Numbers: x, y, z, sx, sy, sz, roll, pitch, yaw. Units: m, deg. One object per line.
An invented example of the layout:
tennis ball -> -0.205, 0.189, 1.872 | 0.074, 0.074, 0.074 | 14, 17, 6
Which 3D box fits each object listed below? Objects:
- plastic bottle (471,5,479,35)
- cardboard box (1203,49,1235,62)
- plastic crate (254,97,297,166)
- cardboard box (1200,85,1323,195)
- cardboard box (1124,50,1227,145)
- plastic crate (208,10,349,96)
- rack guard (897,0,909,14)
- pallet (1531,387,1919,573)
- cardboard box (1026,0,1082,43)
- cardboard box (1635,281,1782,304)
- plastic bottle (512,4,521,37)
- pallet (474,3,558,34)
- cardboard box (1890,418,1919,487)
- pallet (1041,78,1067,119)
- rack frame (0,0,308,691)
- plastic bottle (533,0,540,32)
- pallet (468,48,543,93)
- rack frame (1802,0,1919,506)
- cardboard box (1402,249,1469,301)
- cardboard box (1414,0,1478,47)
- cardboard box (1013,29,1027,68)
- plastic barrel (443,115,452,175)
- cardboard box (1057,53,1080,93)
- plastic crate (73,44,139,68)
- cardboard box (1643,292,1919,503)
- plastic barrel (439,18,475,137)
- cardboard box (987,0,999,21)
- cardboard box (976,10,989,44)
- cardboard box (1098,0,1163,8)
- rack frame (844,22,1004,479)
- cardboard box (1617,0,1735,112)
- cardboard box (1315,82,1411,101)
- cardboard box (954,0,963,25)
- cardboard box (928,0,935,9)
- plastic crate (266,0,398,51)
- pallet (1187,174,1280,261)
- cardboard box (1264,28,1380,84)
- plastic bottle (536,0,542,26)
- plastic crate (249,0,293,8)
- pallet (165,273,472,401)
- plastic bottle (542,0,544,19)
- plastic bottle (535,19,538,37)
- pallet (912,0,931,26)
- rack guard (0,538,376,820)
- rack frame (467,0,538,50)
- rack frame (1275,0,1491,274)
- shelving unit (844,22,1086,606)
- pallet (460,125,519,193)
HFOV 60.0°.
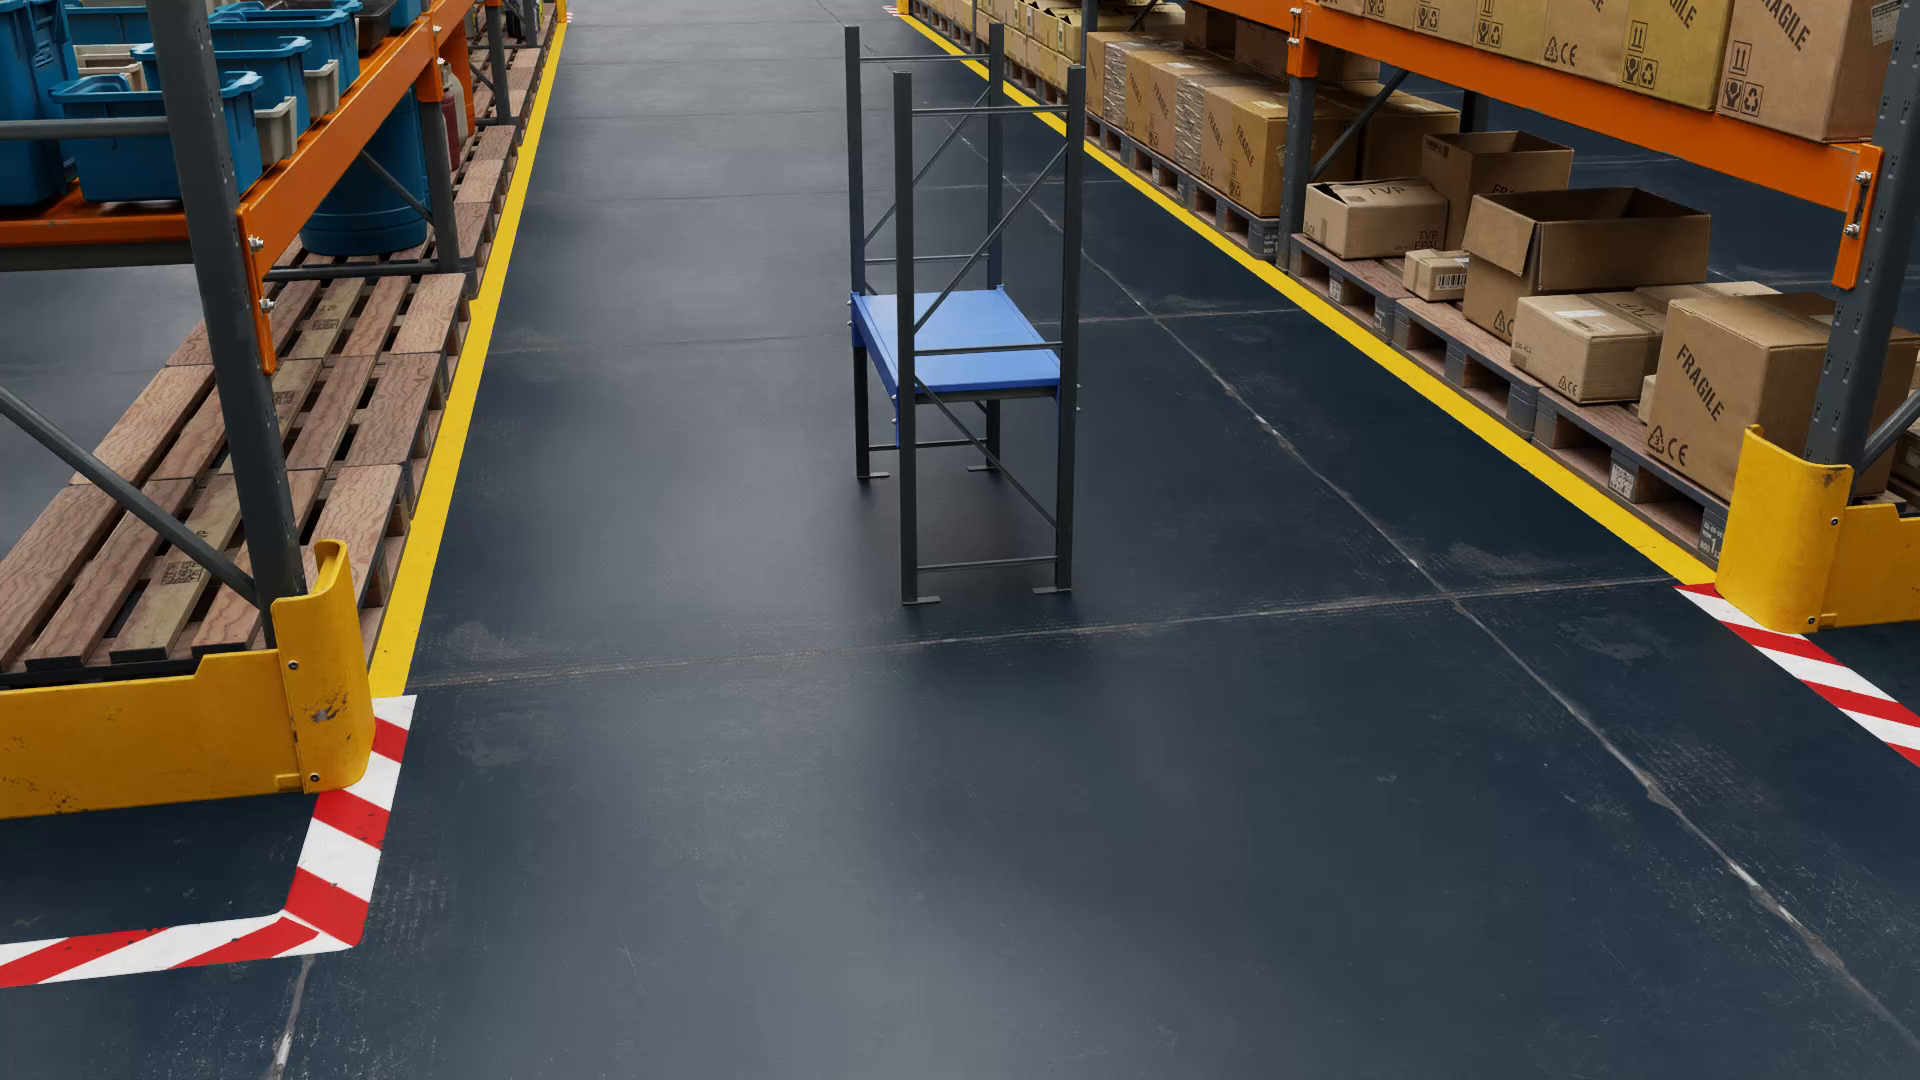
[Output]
plastic bottle -> -4.550, -4.824, 15.402 | 0.152, 0.276, 0.135 | -4, 24, -10
cardboard box -> 1.854, -2.837, 10.570 | 0.500, 0.500, 0.500 | -5, 24, -12
plastic crate -> -1.734, -0.983, 4.008 | 0.250, 0.136, 0.298 | -4, 24, -10
cardboard box -> 1.639, -2.185, 9.079 | 0.500, 0.500, 0.500 | -4, 24, -10
cardboard box -> 1.348, -2.787, 10.458 | 0.500, 0.500, 0.500 | -5, 24, -10
plastic crate -> -2.000, -1.413, 4.871 | 0.416, 0.233, 0.300 | -4, 24, -10
rack guard -> -0.129, -6.345, 19.154 | 1.175, 0.500, 0.348 | -4, 24, -10
pallet -> 2.672, -0.253, 5.566 | 1.003, 0.211, 1.213 | -4, 24, -10
cardboard box -> 0.823, -4.114, 13.133 | 0.500, 0.311, 0.500 | -4, 24, -10
cardboard box -> 2.828, -0.758, 6.123 | 0.500, 0.250, 0.500 | -4, 24, -10
plastic bottle -> -4.073, -4.774, 15.278 | 0.061, 0.283, 0.133 | -4, 24, -10
pallet -> -4.788, -5.492, 17.561 | 1.003, 0.211, 1.213 | -4, 24, -10
cardboard box -> 3.095, -0.273, 5.140 | 0.380, 0.149, 0.250 | -4, 24, -10
pallet -> 1.241, -3.383, 12.733 | 1.003, 0.211, 1.213 | -4, 24, -10
rack frame -> -2.034, -0.823, 3.386 | 1.000, 3.000, 0.127 | -4, 24, -10
plastic bottle -> -4.030, -4.953, 15.603 | 0.144, 0.351, 0.185 | -5, 24, -12
pallet -> -4.070, -3.959, 14.051 | 1.003, 0.211, 1.213 | -4, 24, -10
rack frame -> 2.834, -1.188, 4.222 | 1.000, 3.000, 0.127 | -4, 24, -10
cardboard box -> 2.129, -1.144, 7.111 | 0.380, 0.166, 0.250 | -4, 24, -10
cardboard box -> 2.109, -2.188, 6.388 | 0.500, 0.500, 0.500 | -4, 24, -10
cardboard box -> 0.731, -4.058, 13.705 | 0.500, 0.250, 0.500 | -4, 24, -9
plastic barrel -> -3.005, -2.171, 9.056 | 0.421, 0.512, 0.421 | 0, 24, 0
cardboard box -> 1.018, -3.456, 12.326 | 0.500, 0.250, 0.500 | -4, 24, -8
plastic crate -> -2.551, -1.375, 4.904 | 0.298, 0.136, 0.250 | -4, 24, -10
cardboard box -> 2.492, -0.440, 5.082 | 0.500, 0.500, 0.500 | -4, 24, -10
plastic barrel -> -3.406, -2.976, 10.503 | 0.600, 0.830, 0.708 | -4, 24, -10
cardboard box -> 0.534, -4.719, 14.517 | 0.500, 0.311, 0.500 | -5, 24, -10
cardboard box -> 0.446, -4.663, 15.090 | 0.500, 0.250, 0.500 | -5, 24, -11
cardboard box -> 1.349, -4.158, 13.234 | 0.500, 0.311, 0.500 | -5, 24, -11
rack frame -> -0.110, -0.921, 5.484 | 0.500, 1.500, 0.032 | -4, 24, -10
cardboard box -> 2.385, -1.593, 5.026 | 0.500, 0.500, 0.500 | -4, 24, -9
cardboard box -> 2.135, -2.235, 9.192 | 0.500, 0.500, 0.500 | -4, 24, -9
cardboard box -> 0.232, -5.204, 16.328 | 0.500, 0.250, 0.500 | -4, 24, -10
cardboard box -> -0.056, -5.793, 17.677 | 0.500, 0.250, 0.500 | -4, 24, -10
plastic crate -> -2.303, -1.877, 6.069 | 0.437, 0.125, 0.590 | -4, 24, -10
pallet -> 1.907, -1.800, 9.109 | 1.003, 0.211, 1.213 | -4, 24, -10
cardboard box -> 2.060, -2.763, 9.464 | 0.500, 0.250, 0.500 | -4, 24, -10
plastic bottle -> -4.108, -5.120, 15.985 | 0.144, 0.351, 0.185 | -4, 24, -10
plastic crate -> -2.828, -2.109, 6.586 | 0.396, 0.136, 0.243 | -4, 24, -10
pallet -> -2.600, -0.832, 6.891 | 1.003, 0.211, 1.213 | -4, 24, -10
plastic bottle -> -4.203, -5.278, 16.441 | 0.152, 0.276, 0.135 | -4, 24, -9
plastic bottle -> -3.919, -4.700, 15.210 | 0.097, 0.201, 0.097 | 0, 24, 0
pallet -> 0.058, -5.906, 18.508 | 1.003, 0.211, 1.213 | -4, 24, -10
rack guard -> -2.017, 0.331, 3.867 | 1.175, 0.500, 0.348 | -4, 24, -10
rack frame -> -4.253, -5.543, 14.193 | 1.000, 3.000, 0.127 | -4, 24, -10
rack frame -> 2.095, -2.761, 7.824 | 1.000, 3.000, 0.127 | -4, 24, -10
shelving unit -> -0.016, -0.721, 5.027 | 0.538, 1.500, 1.048 | -4, 24, -10
pallet -> -3.327, -2.384, 10.446 | 1.003, 0.211, 1.213 | -4, 24, -10
